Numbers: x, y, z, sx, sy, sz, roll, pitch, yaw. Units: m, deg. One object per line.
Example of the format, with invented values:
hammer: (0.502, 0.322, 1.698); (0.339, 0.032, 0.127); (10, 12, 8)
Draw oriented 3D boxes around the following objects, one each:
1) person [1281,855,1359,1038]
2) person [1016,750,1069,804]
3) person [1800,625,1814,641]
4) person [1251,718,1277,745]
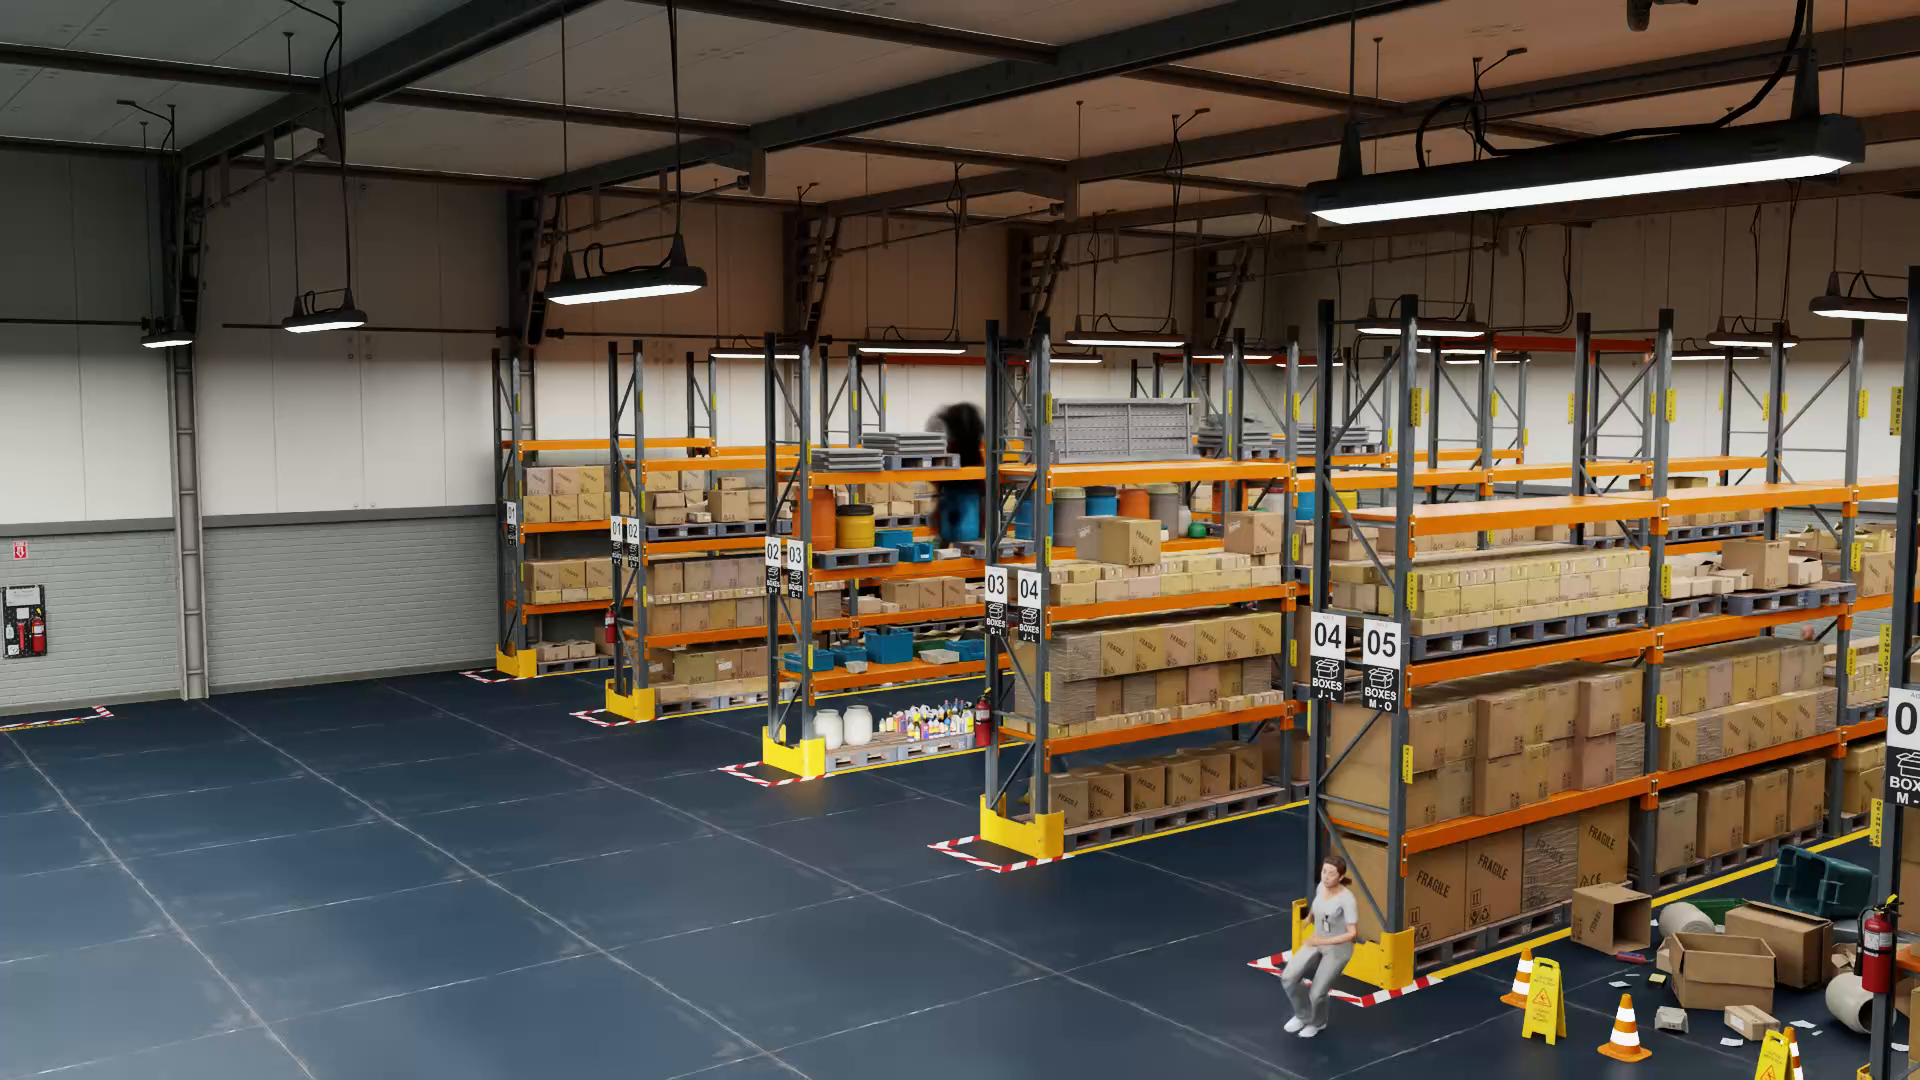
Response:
person: (2.860, 3.250, 13.139); (0.669, 1.566, 0.730); (-5, 7, -43)
person: (1.081, 2.437, 21.188); (0.767, 1.759, 0.758); (0, 5, -2)
person: (12.552, 2.138, 24.775); (0.721, 1.746, 0.616); (-5, 7, -44)
person: (4.385, 2.323, 23.589); (0.593, 1.579, 0.616); (4, 7, 40)
